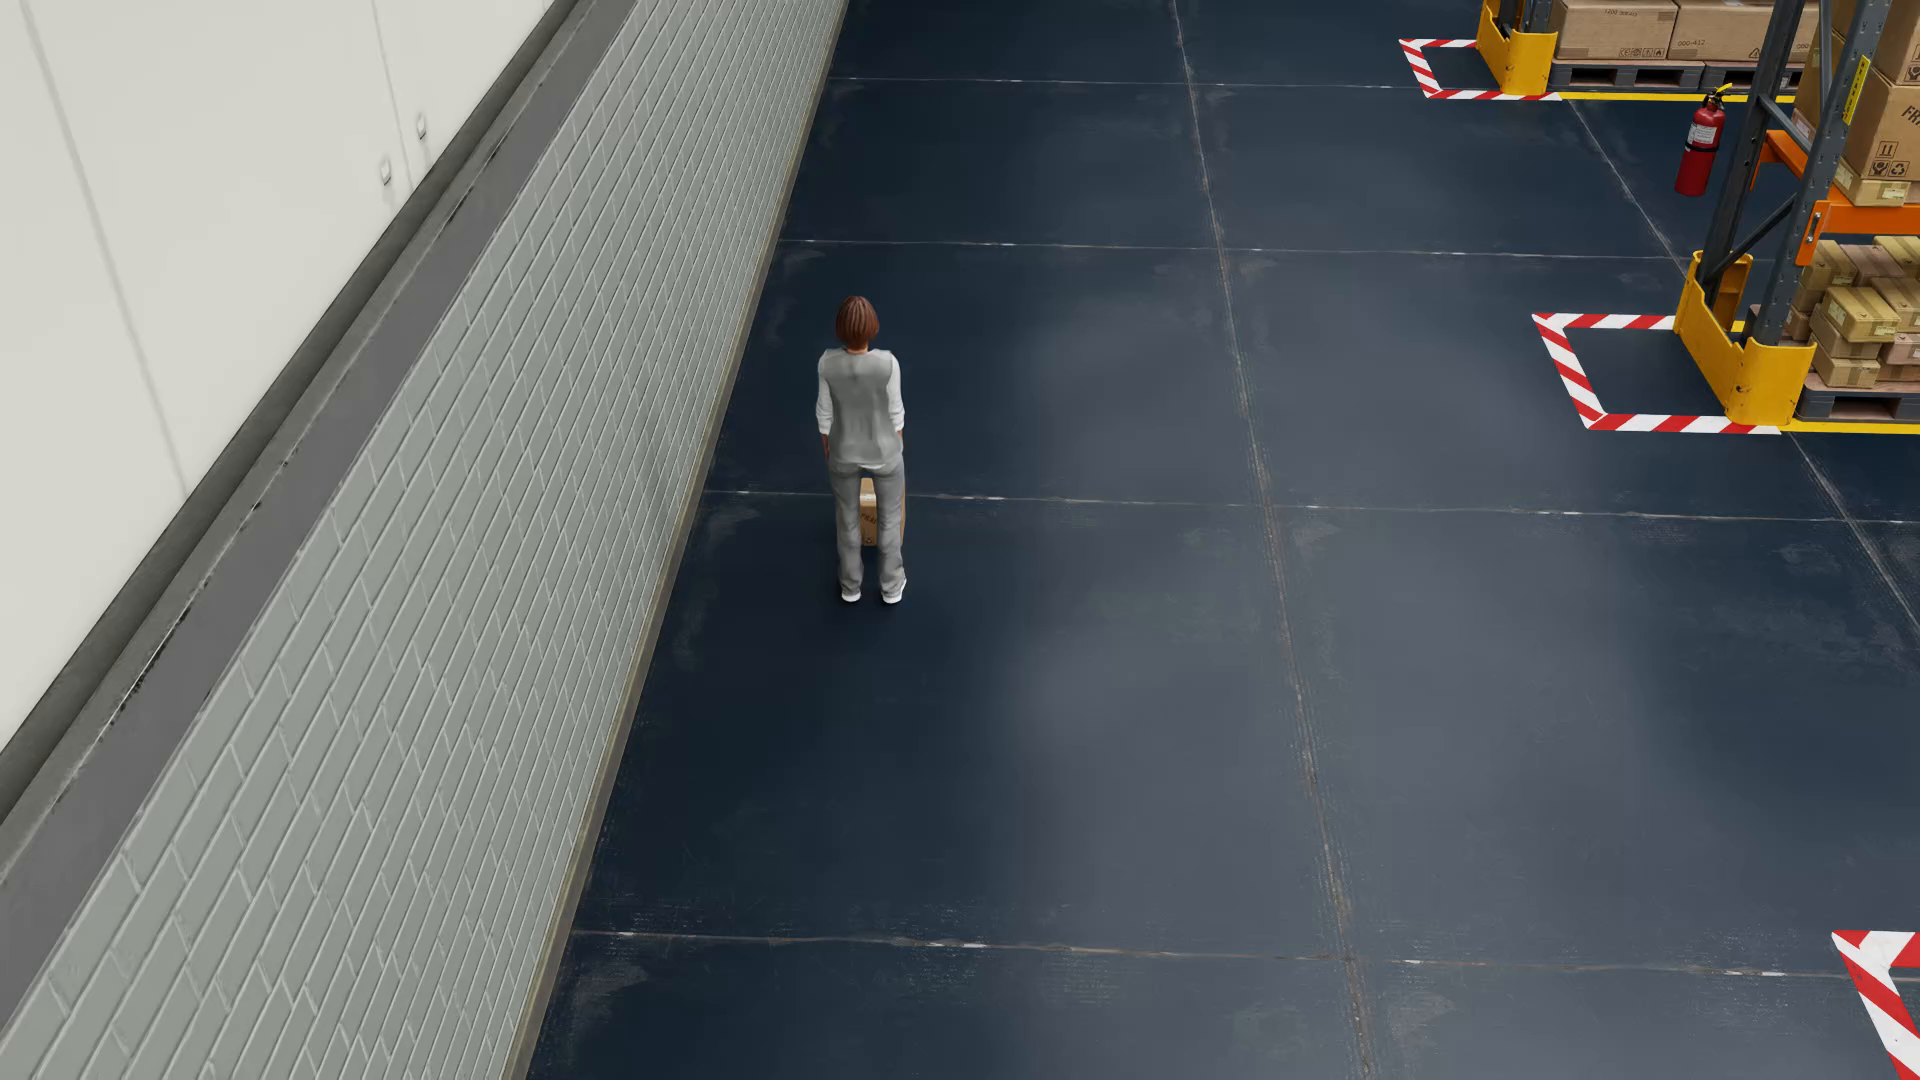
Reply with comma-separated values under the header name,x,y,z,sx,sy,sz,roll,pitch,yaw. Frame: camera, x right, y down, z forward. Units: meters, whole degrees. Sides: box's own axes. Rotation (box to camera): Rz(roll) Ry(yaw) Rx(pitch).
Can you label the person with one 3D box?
name,x,y,z,sx,sy,sz,roll,pitch,yaw
person,-0.454,-0.399,7.674,0.406,1.591,0.305,2,36,3
